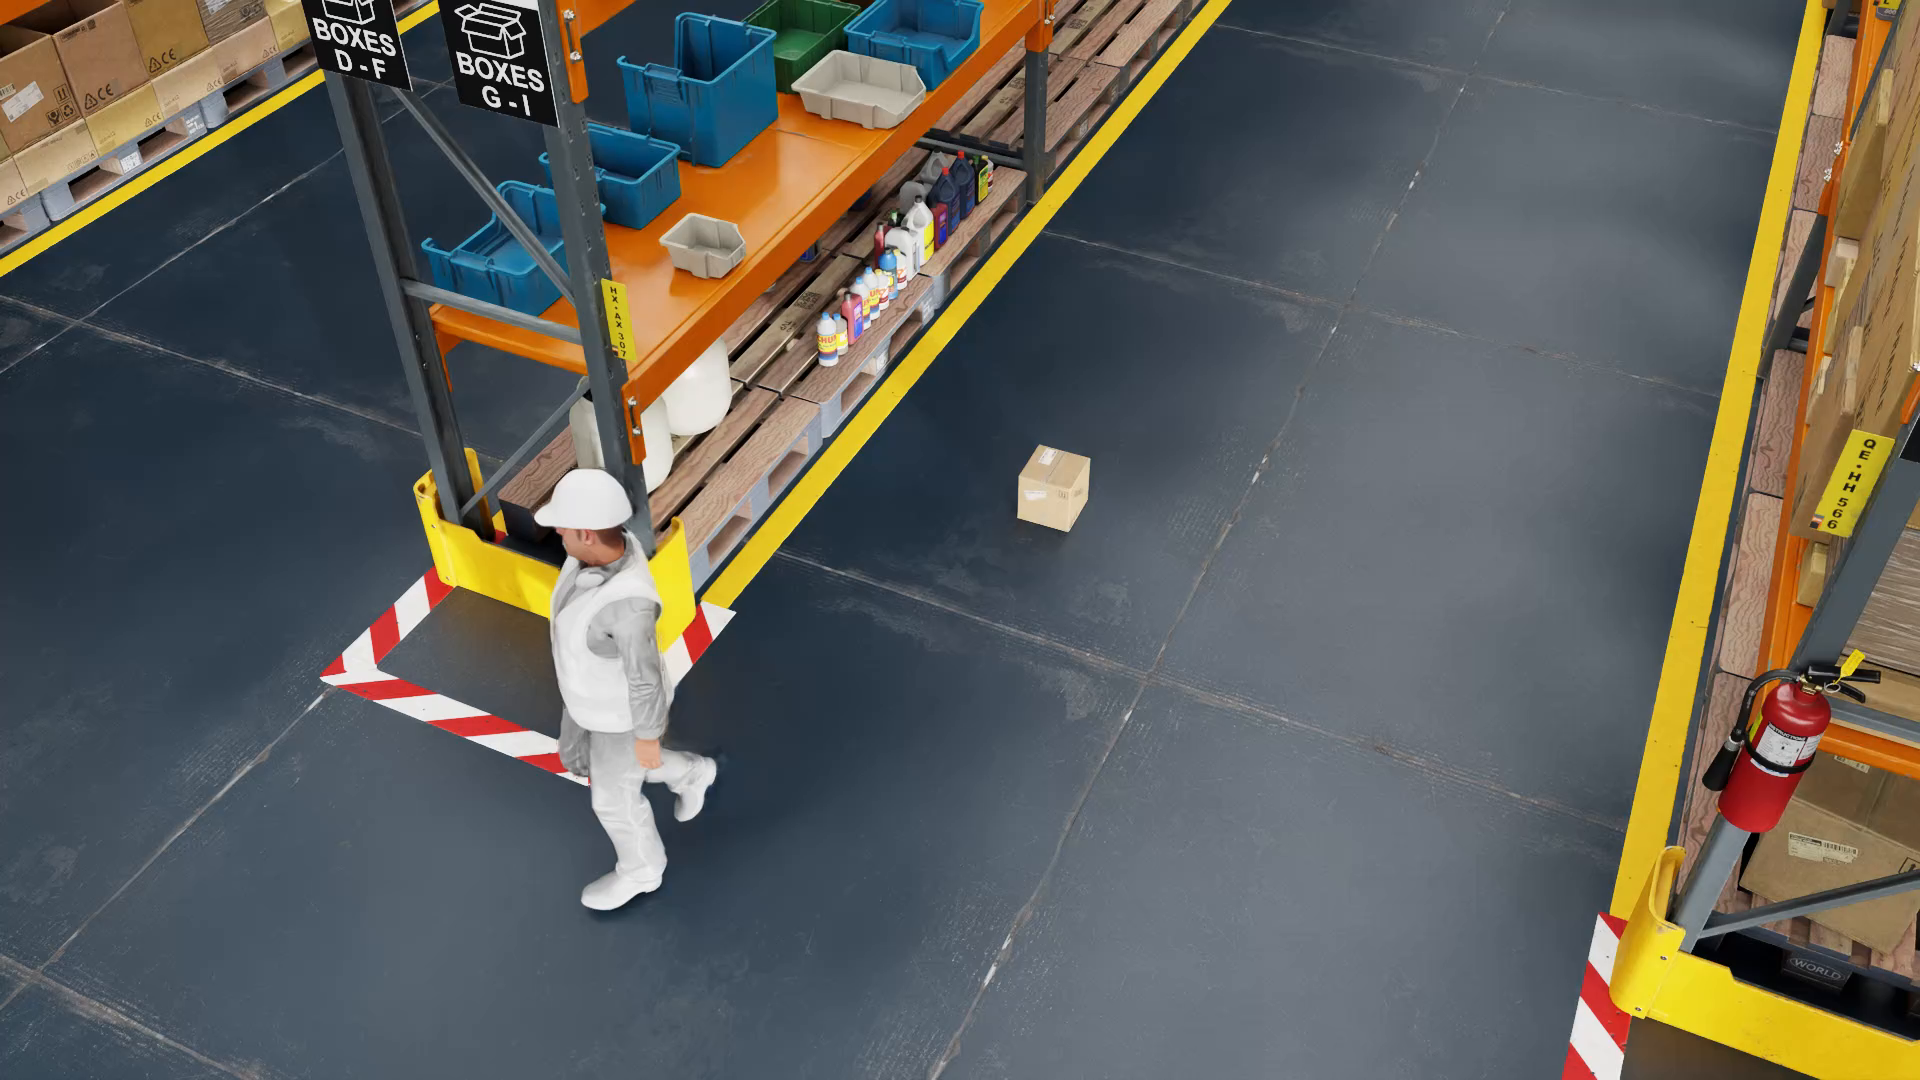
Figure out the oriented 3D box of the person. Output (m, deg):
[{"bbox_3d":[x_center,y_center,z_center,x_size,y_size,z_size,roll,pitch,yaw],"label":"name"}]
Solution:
[{"bbox_3d":[-1.135,0.502,5.550,0.594,1.751,0.562,-18,45,-19],"label":"person"}]
